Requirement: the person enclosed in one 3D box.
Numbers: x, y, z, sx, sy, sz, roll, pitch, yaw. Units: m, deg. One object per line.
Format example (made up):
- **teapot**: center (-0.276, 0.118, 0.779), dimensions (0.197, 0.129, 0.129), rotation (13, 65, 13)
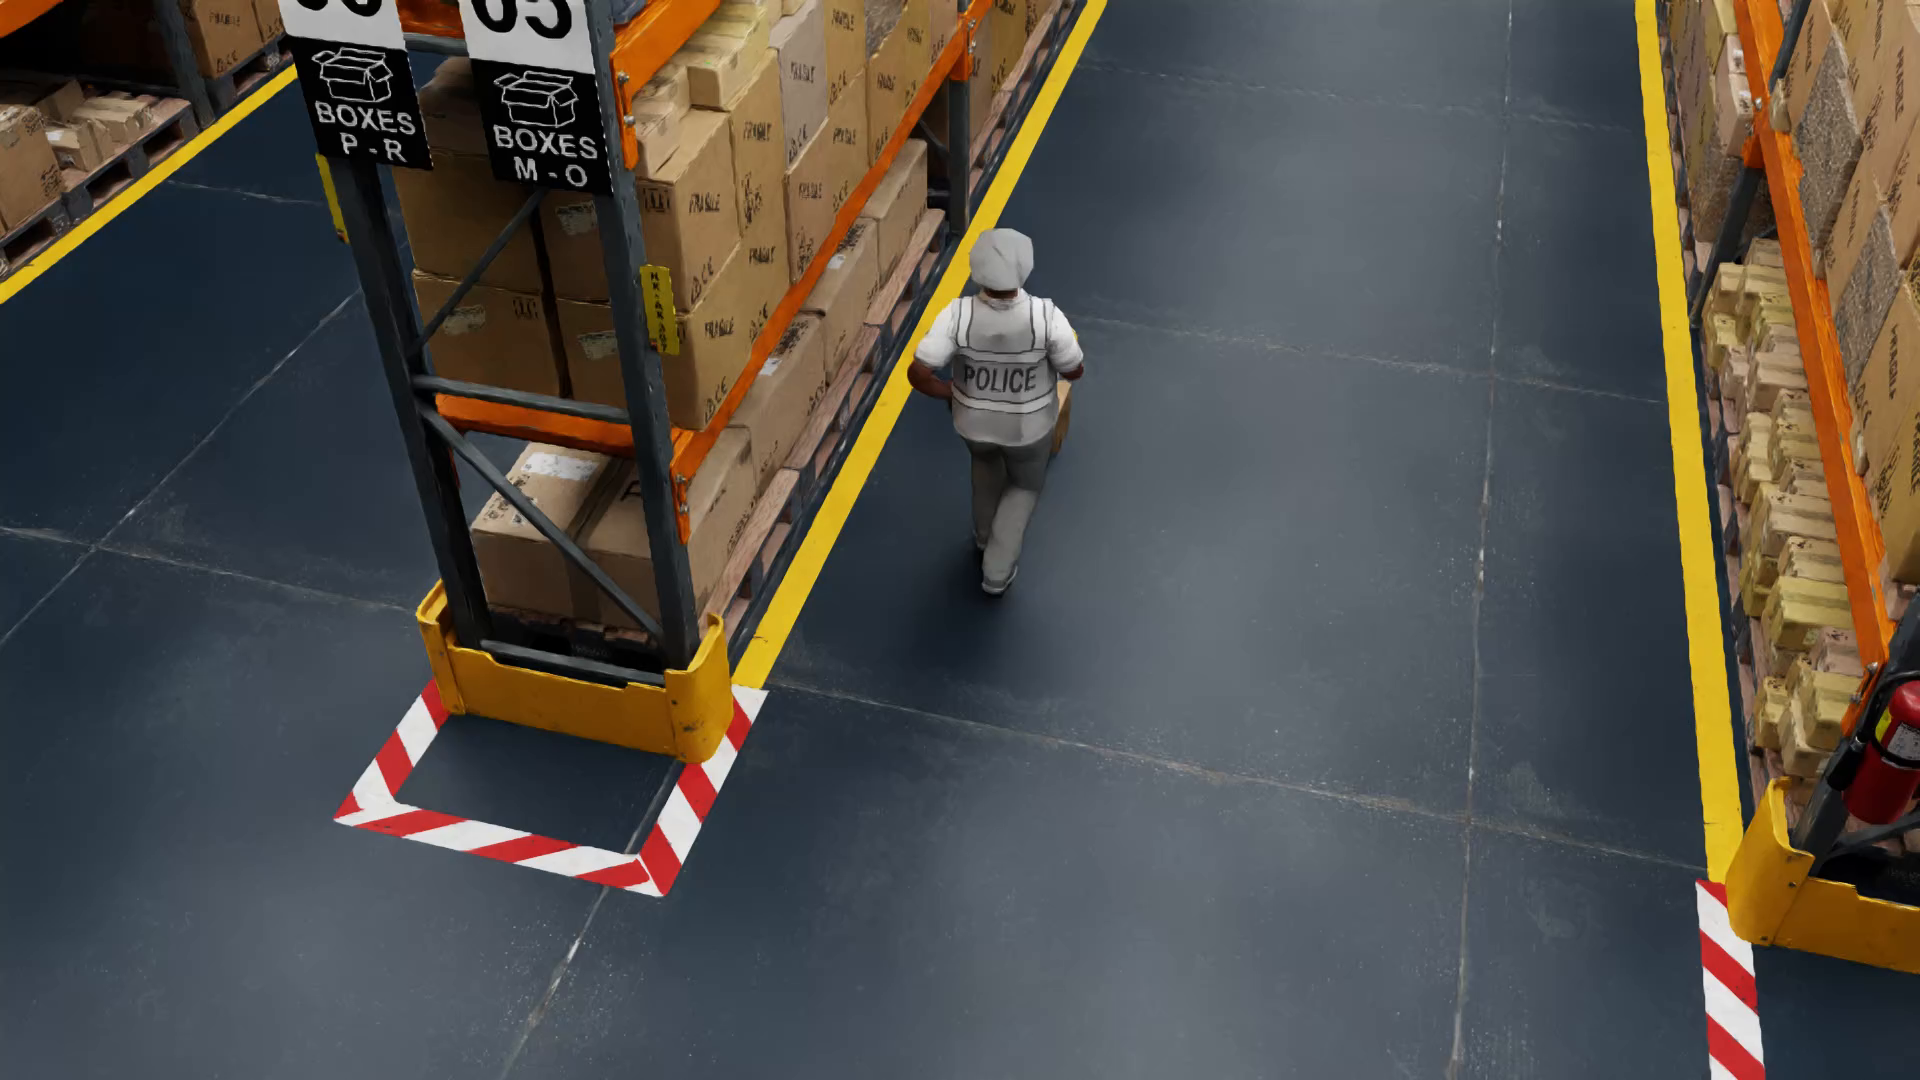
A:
- **person**: center (0.185, -0.527, 6.781), dimensions (0.640, 1.794, 0.686), rotation (11, 42, 12)
